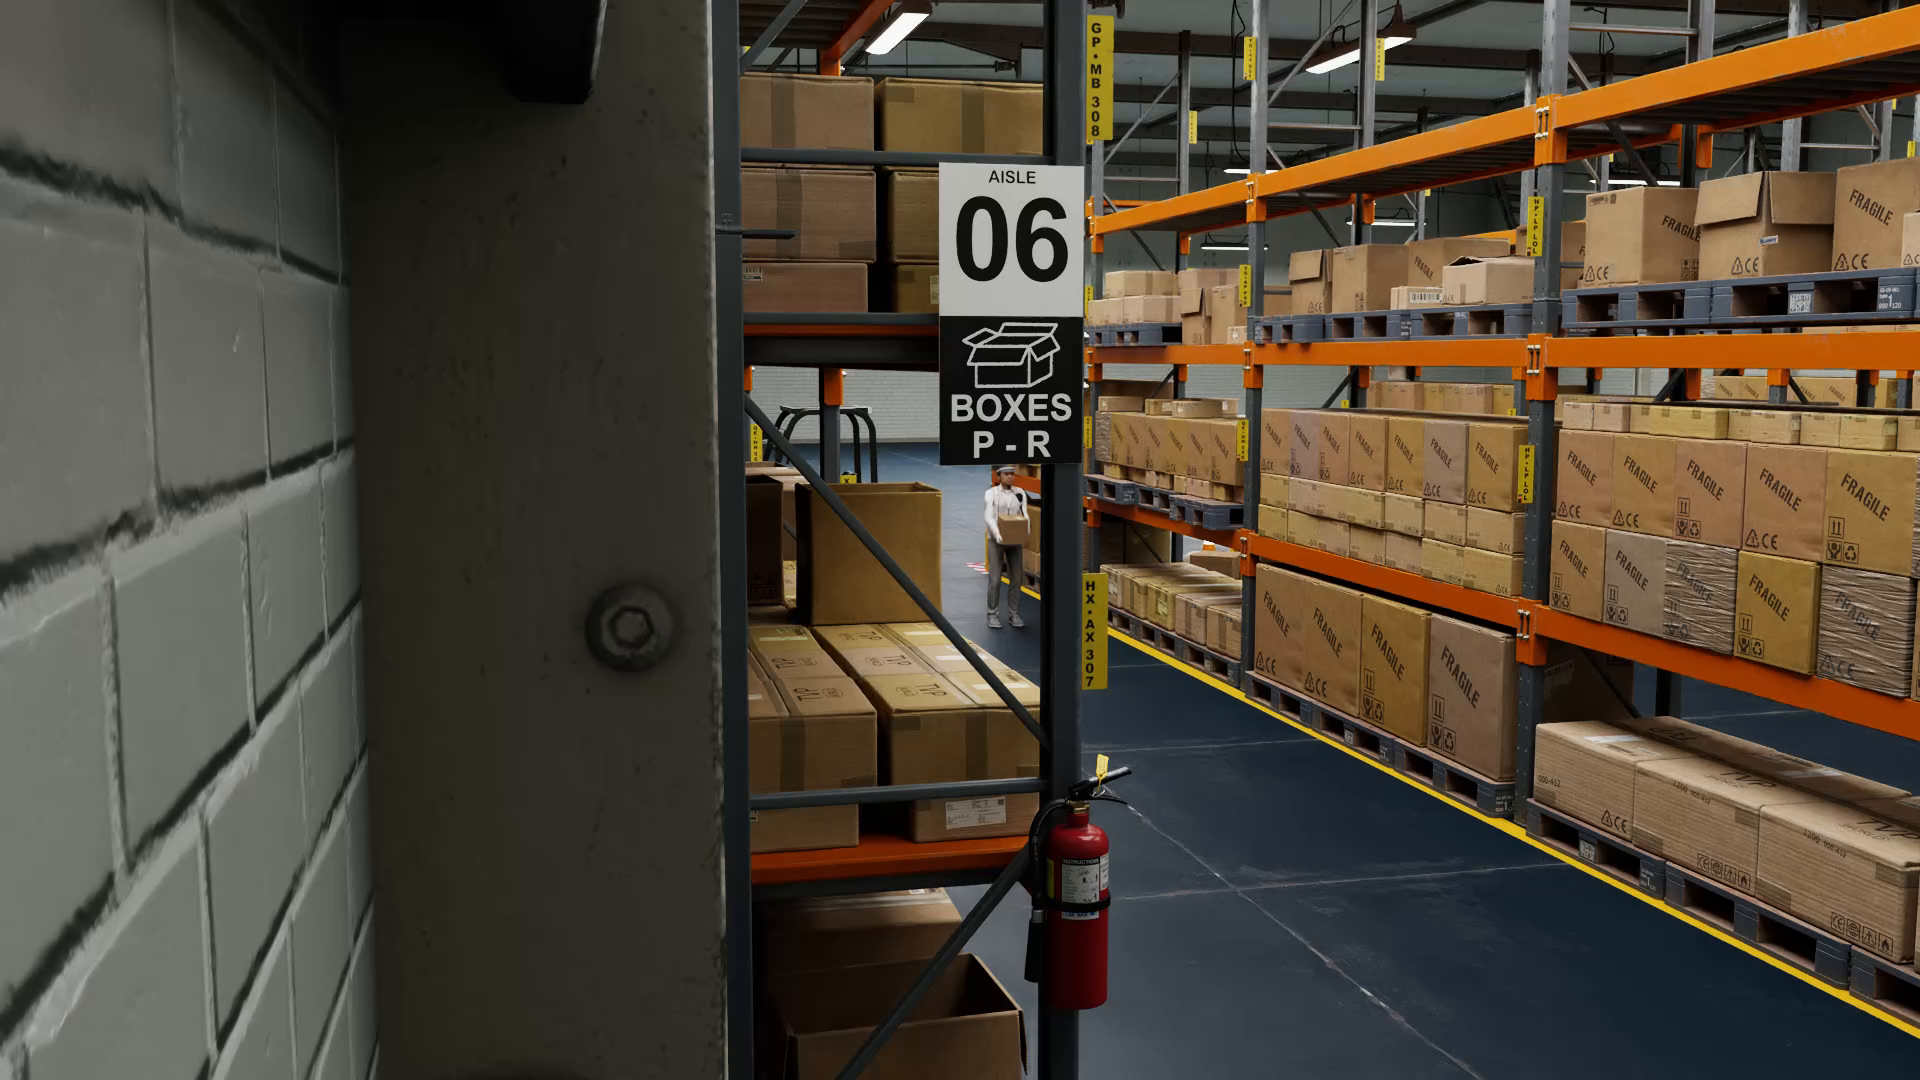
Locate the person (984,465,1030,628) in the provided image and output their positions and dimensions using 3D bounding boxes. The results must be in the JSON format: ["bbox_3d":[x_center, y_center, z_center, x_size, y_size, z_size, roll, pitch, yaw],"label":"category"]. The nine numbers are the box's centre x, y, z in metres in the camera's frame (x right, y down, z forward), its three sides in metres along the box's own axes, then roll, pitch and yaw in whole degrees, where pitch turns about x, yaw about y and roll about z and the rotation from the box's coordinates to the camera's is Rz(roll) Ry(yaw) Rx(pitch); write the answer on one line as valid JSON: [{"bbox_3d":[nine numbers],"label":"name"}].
[{"bbox_3d":[0.476,0.037,16.689,0.458,1.689,0.543,-2,6,-14],"label":"person"}]
